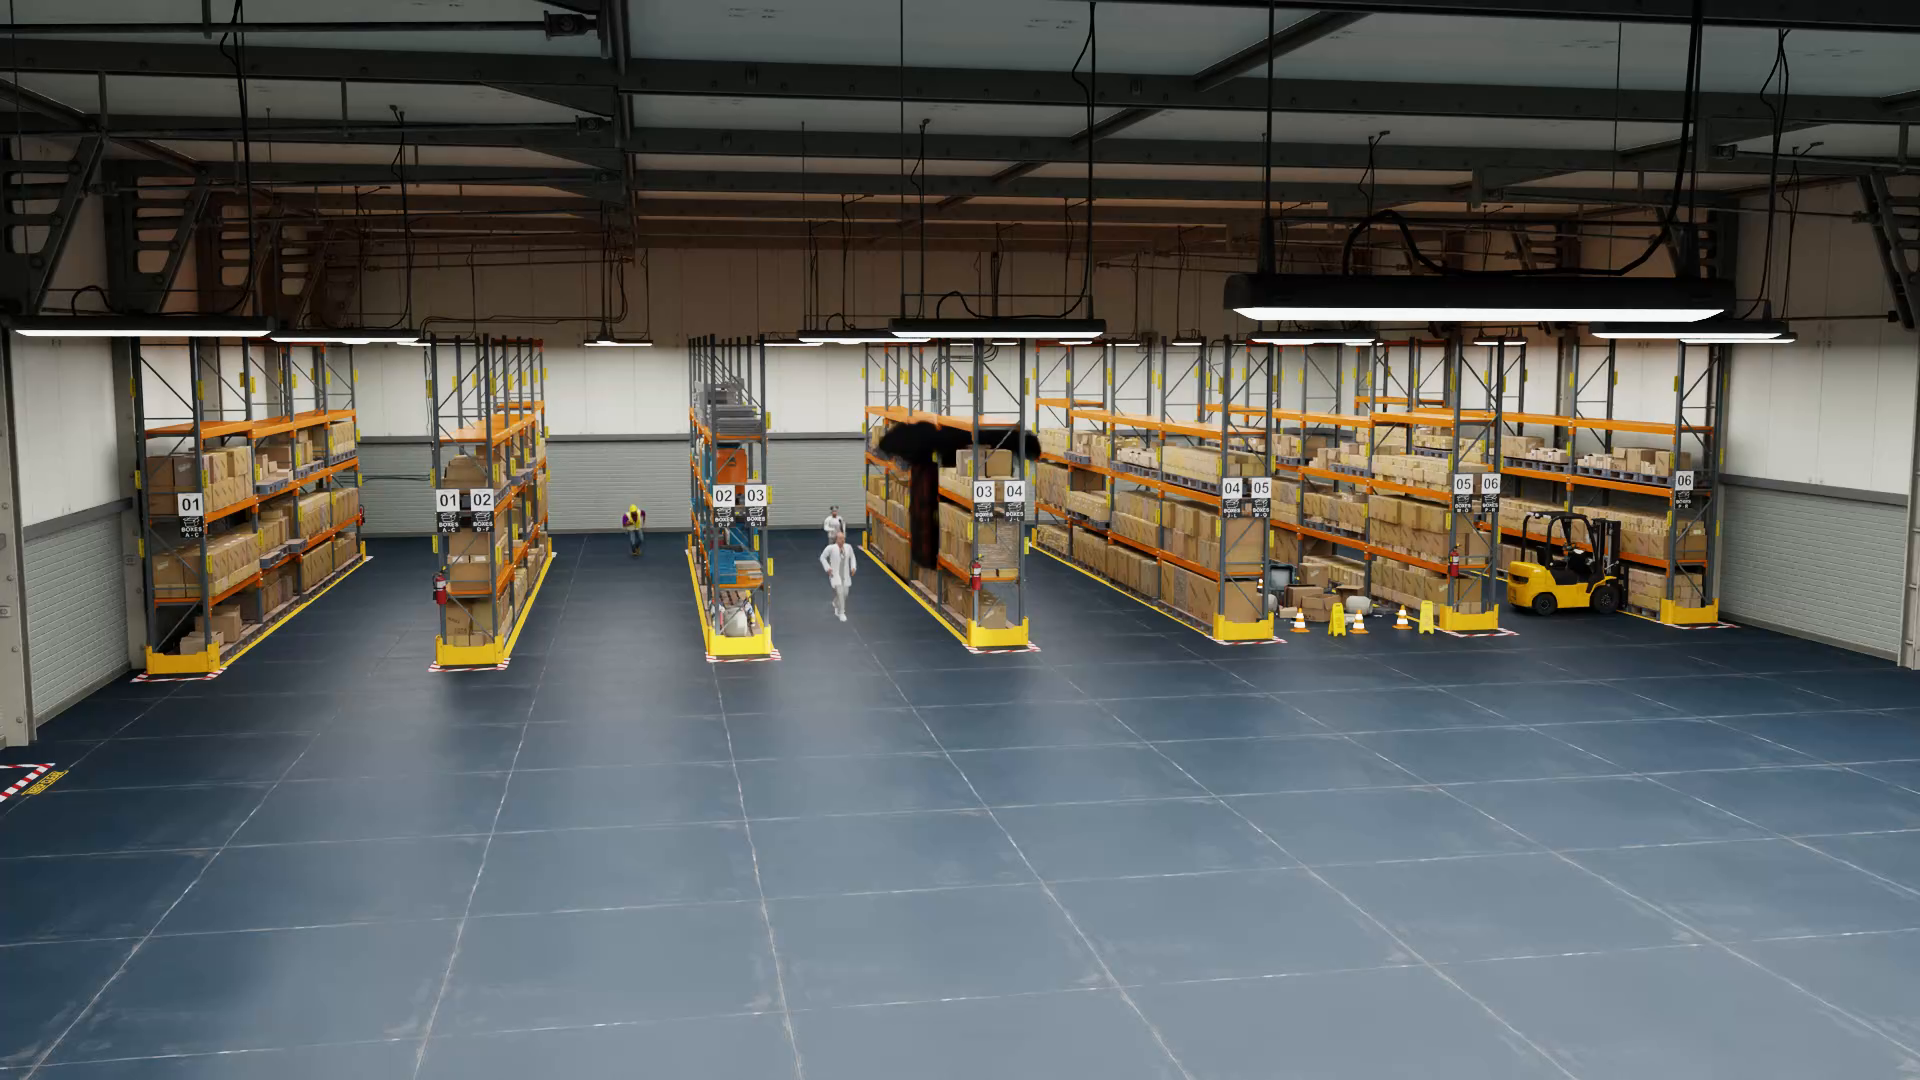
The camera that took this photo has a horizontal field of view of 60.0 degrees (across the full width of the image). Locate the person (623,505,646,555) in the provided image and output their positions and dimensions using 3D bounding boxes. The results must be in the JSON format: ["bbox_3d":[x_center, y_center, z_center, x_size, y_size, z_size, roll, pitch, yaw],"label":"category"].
[{"bbox_3d":[-8.970,-0.274,45.890,0.729,1.473,0.978,-3,7,-23],"label":"person"}]

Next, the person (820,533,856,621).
[{"bbox_3d":[-2.484,0.723,33.822,0.752,1.775,0.746,-3,7,-25],"label":"person"}]

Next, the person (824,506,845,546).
[{"bbox_3d":[-3.230,-0.028,42.953,0.569,1.737,0.812,-1,7,-7],"label":"person"}]
